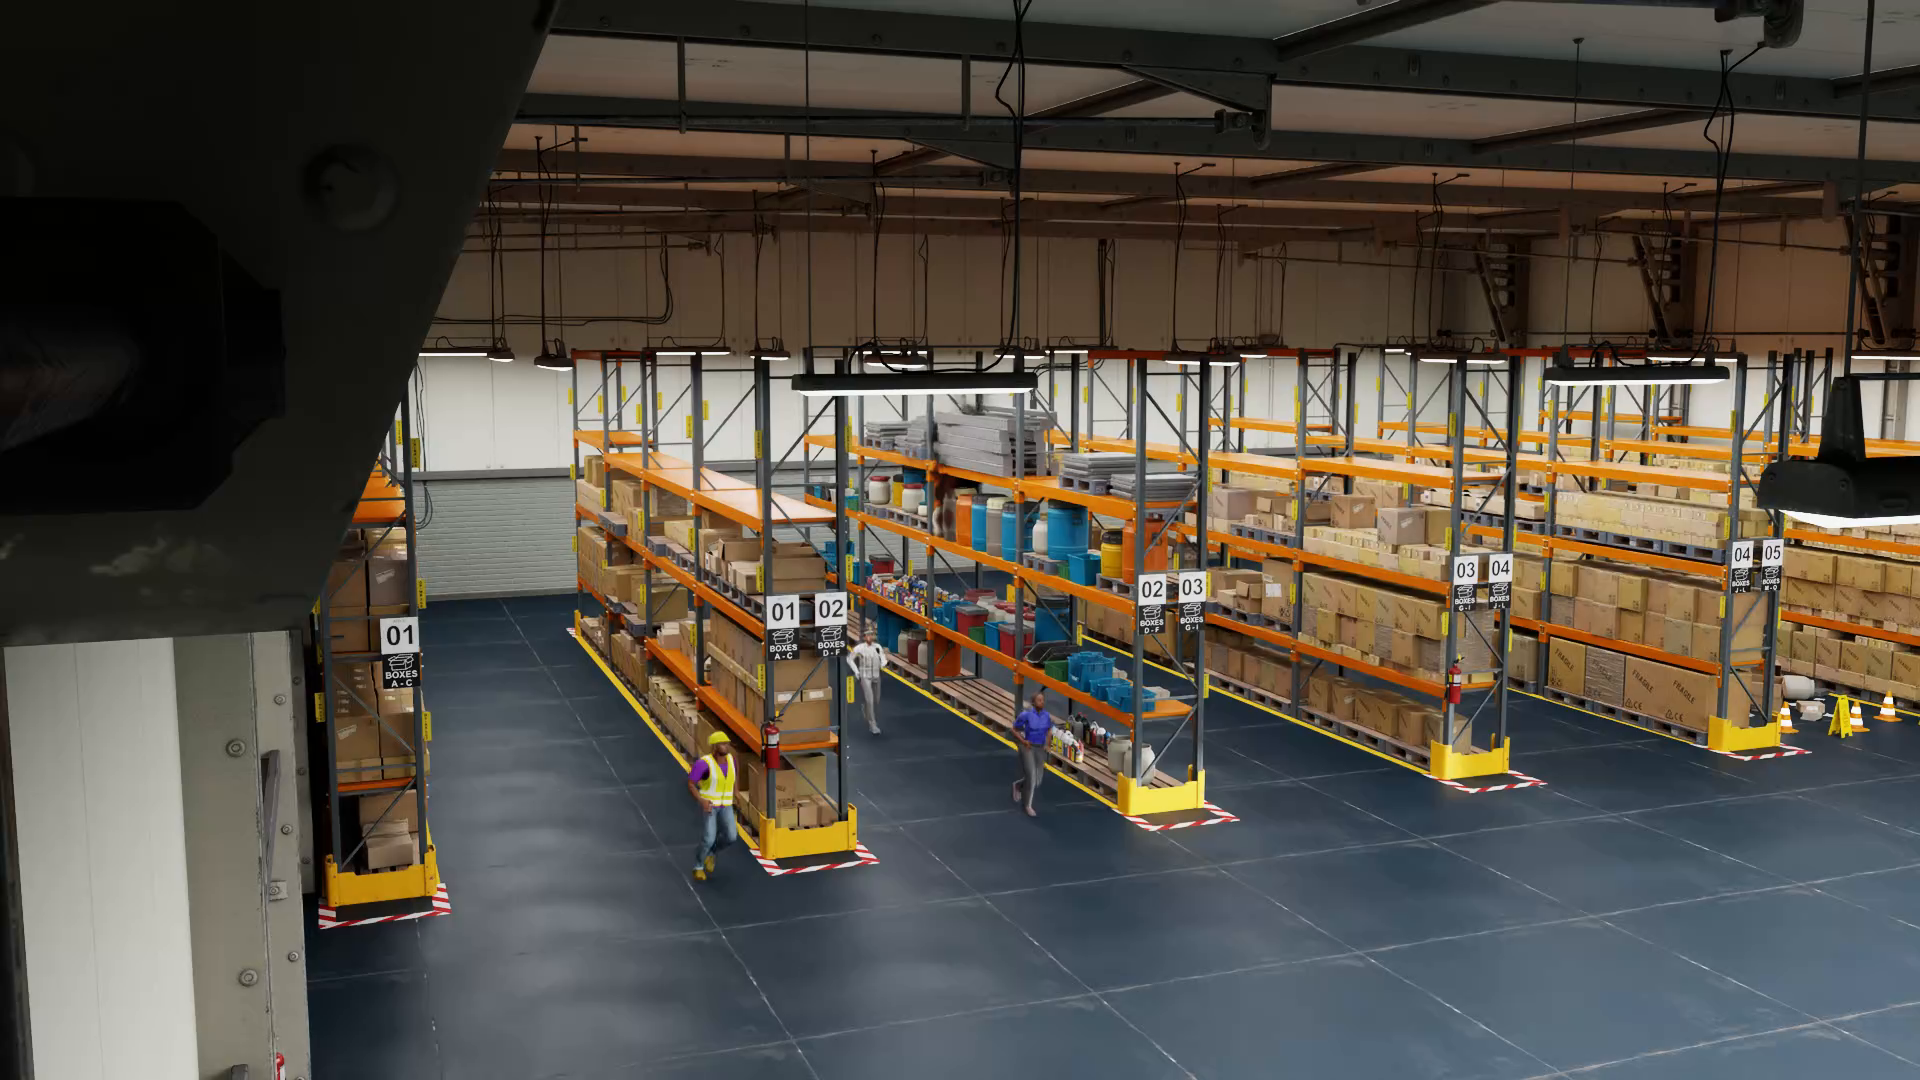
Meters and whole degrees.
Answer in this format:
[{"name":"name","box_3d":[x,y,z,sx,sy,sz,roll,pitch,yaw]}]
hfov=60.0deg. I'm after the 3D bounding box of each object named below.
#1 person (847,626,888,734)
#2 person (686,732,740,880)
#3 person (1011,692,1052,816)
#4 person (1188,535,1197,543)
[{"name":"person","box_3d":[-1.457,2.194,26.574,0.624,1.669,0.875,-3,8,-26]},{"name":"person","box_3d":[-2.808,3.085,19.381,0.760,1.704,0.524,-6,9,-40]},{"name":"person","box_3d":[0.952,2.812,22.134,0.614,1.616,0.636,-4,8,-27]},{"name":"person","box_3d":[5.854,0.349,41.176,0.819,1.786,0.702,-6,9,-40]}]
